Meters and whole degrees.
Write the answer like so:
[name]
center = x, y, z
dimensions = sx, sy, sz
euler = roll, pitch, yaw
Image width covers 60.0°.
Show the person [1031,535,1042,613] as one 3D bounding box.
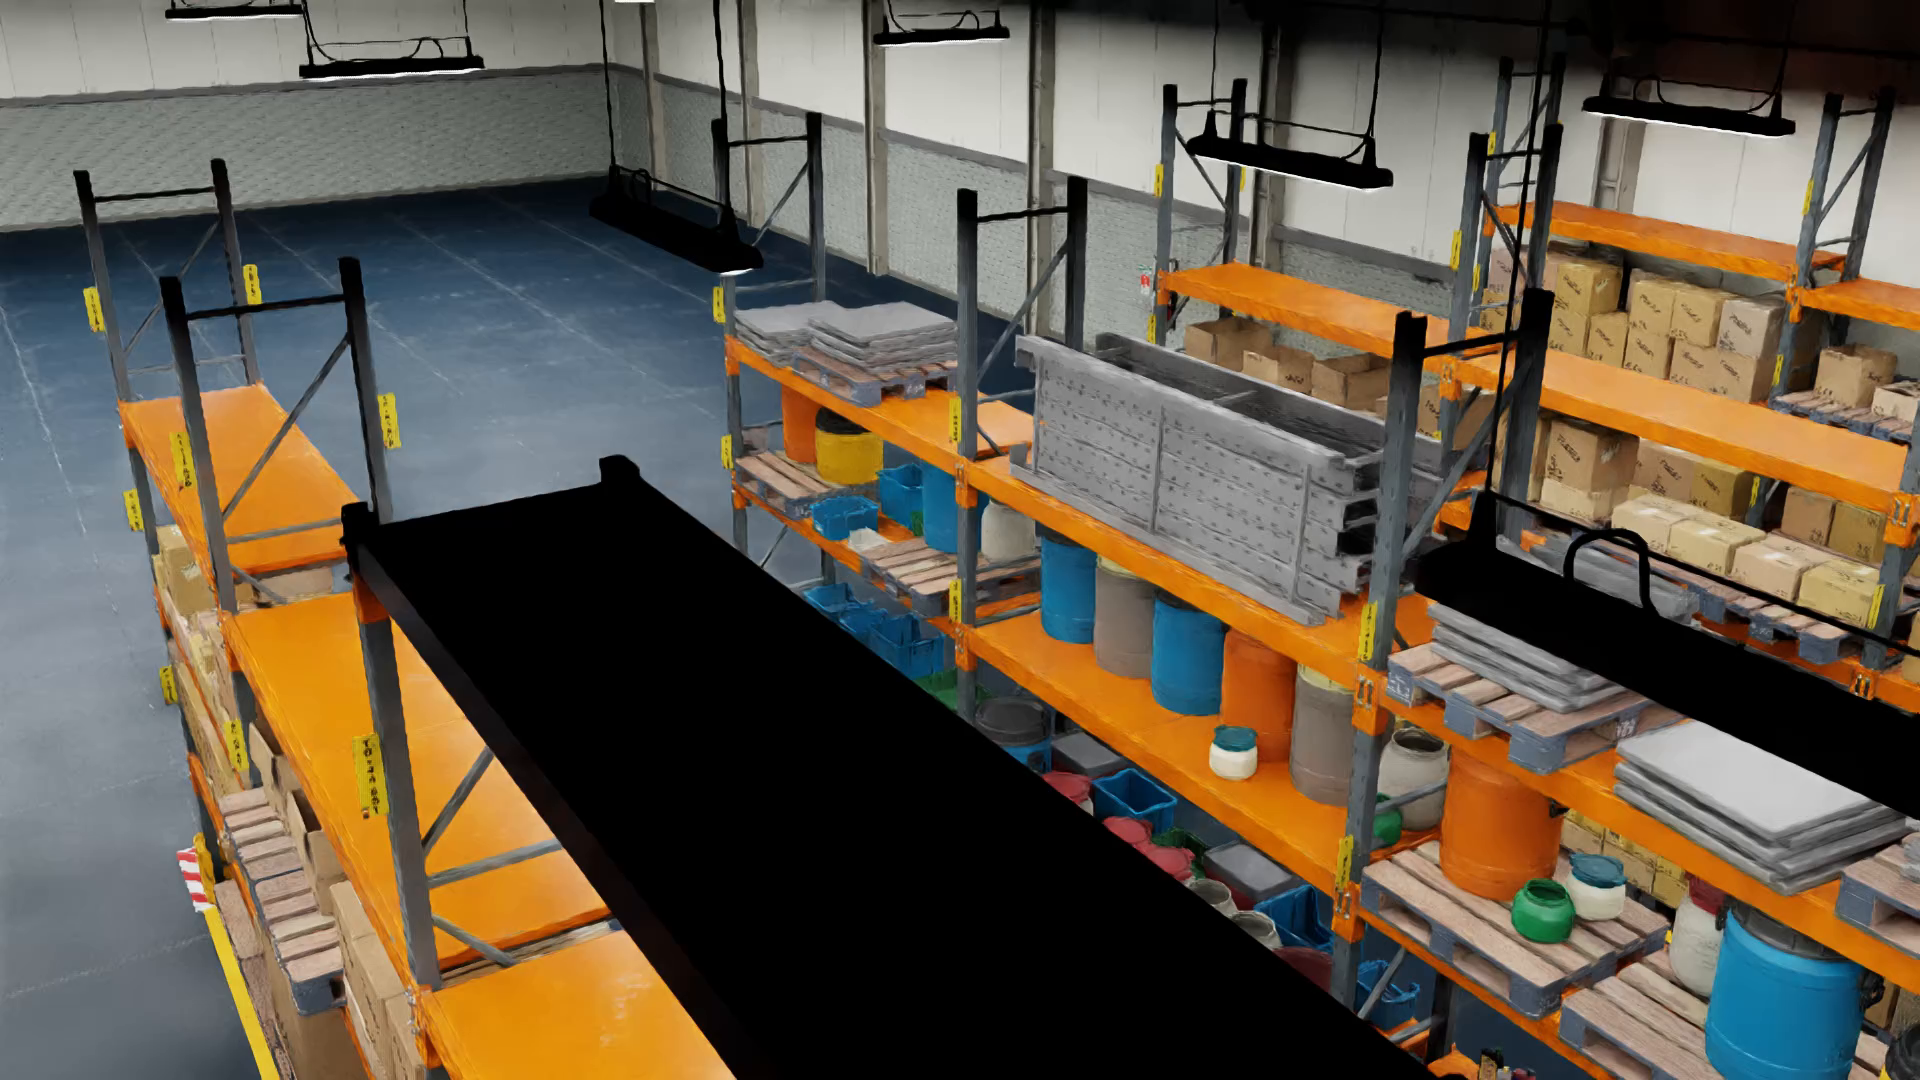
[person]
center = 0.917, 0.745, 17.309
dimensions = 0.519, 1.671, 0.530
euler = 8, 23, 19
